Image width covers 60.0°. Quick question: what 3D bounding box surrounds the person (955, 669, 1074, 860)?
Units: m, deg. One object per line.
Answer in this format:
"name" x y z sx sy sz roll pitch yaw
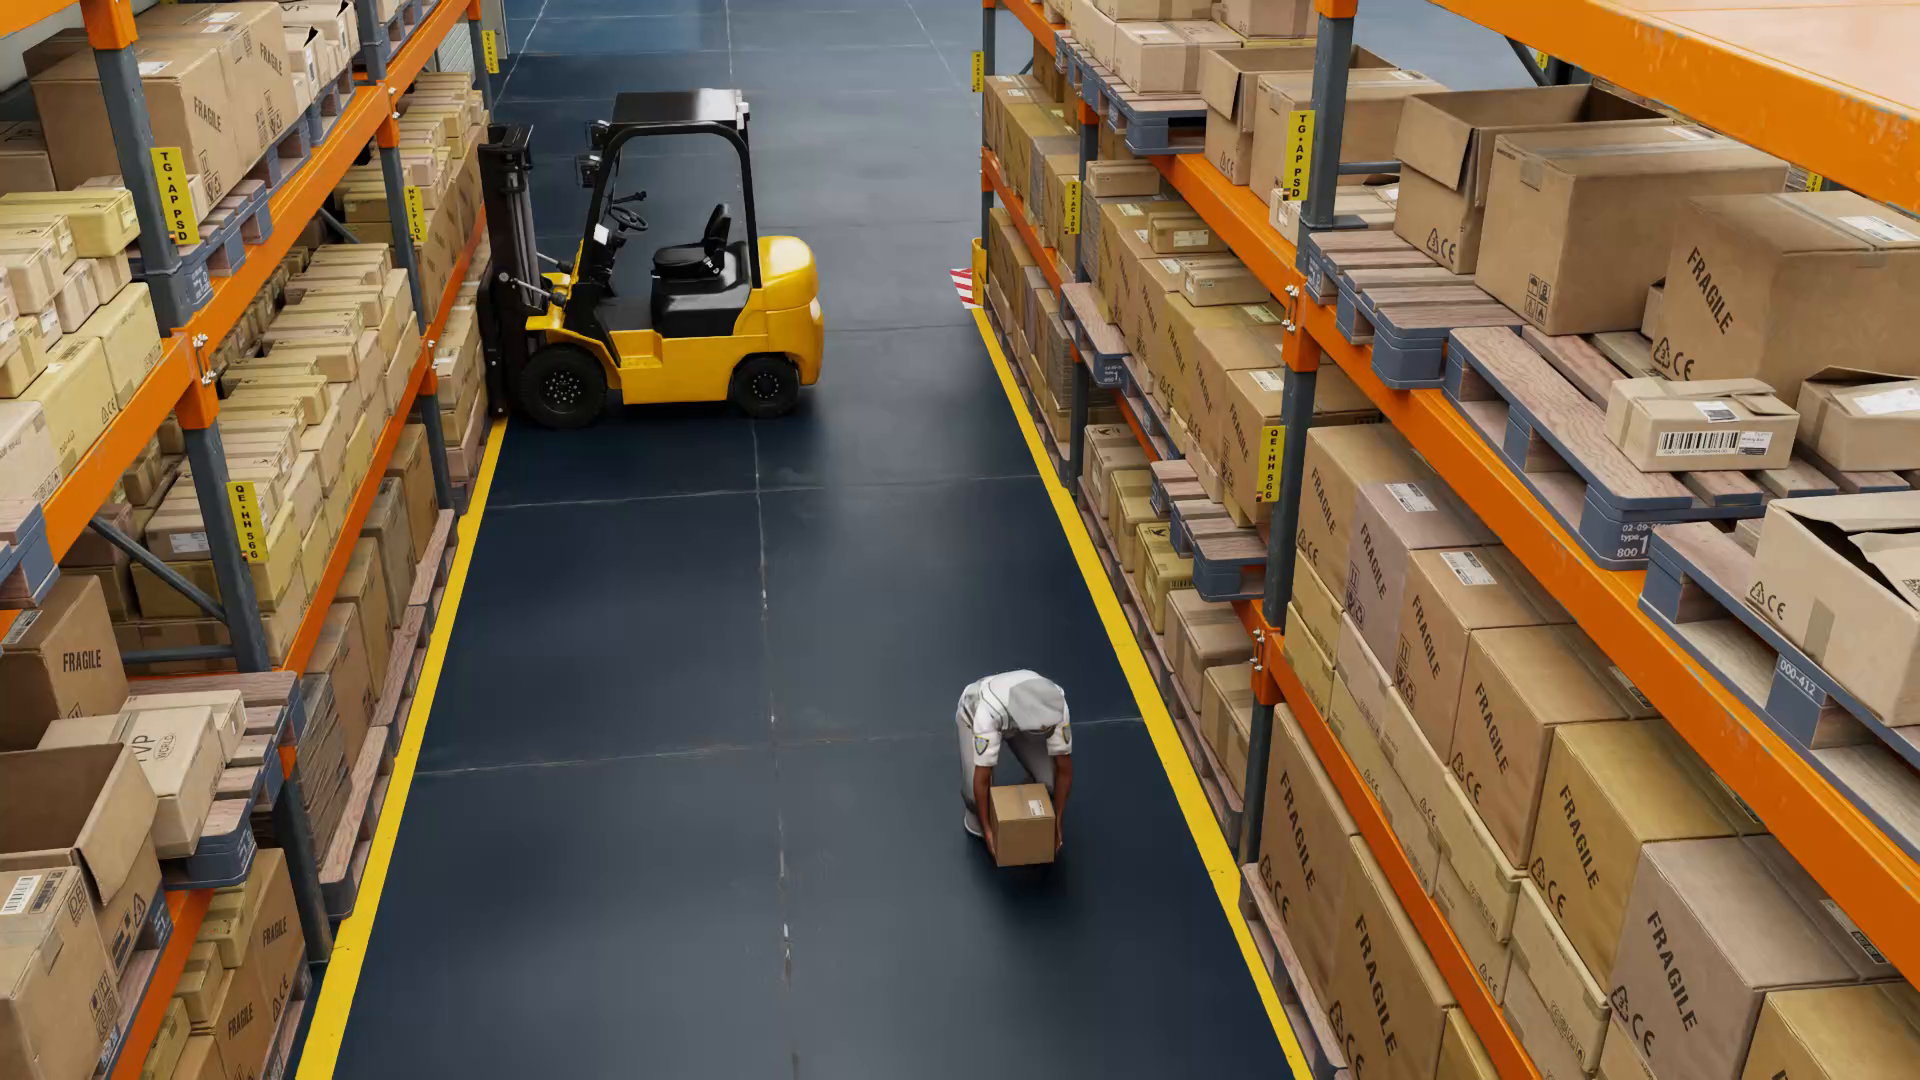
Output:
"person" 0.241 0.941 7.552 0.482 0.978 0.832 -4 28 -7
